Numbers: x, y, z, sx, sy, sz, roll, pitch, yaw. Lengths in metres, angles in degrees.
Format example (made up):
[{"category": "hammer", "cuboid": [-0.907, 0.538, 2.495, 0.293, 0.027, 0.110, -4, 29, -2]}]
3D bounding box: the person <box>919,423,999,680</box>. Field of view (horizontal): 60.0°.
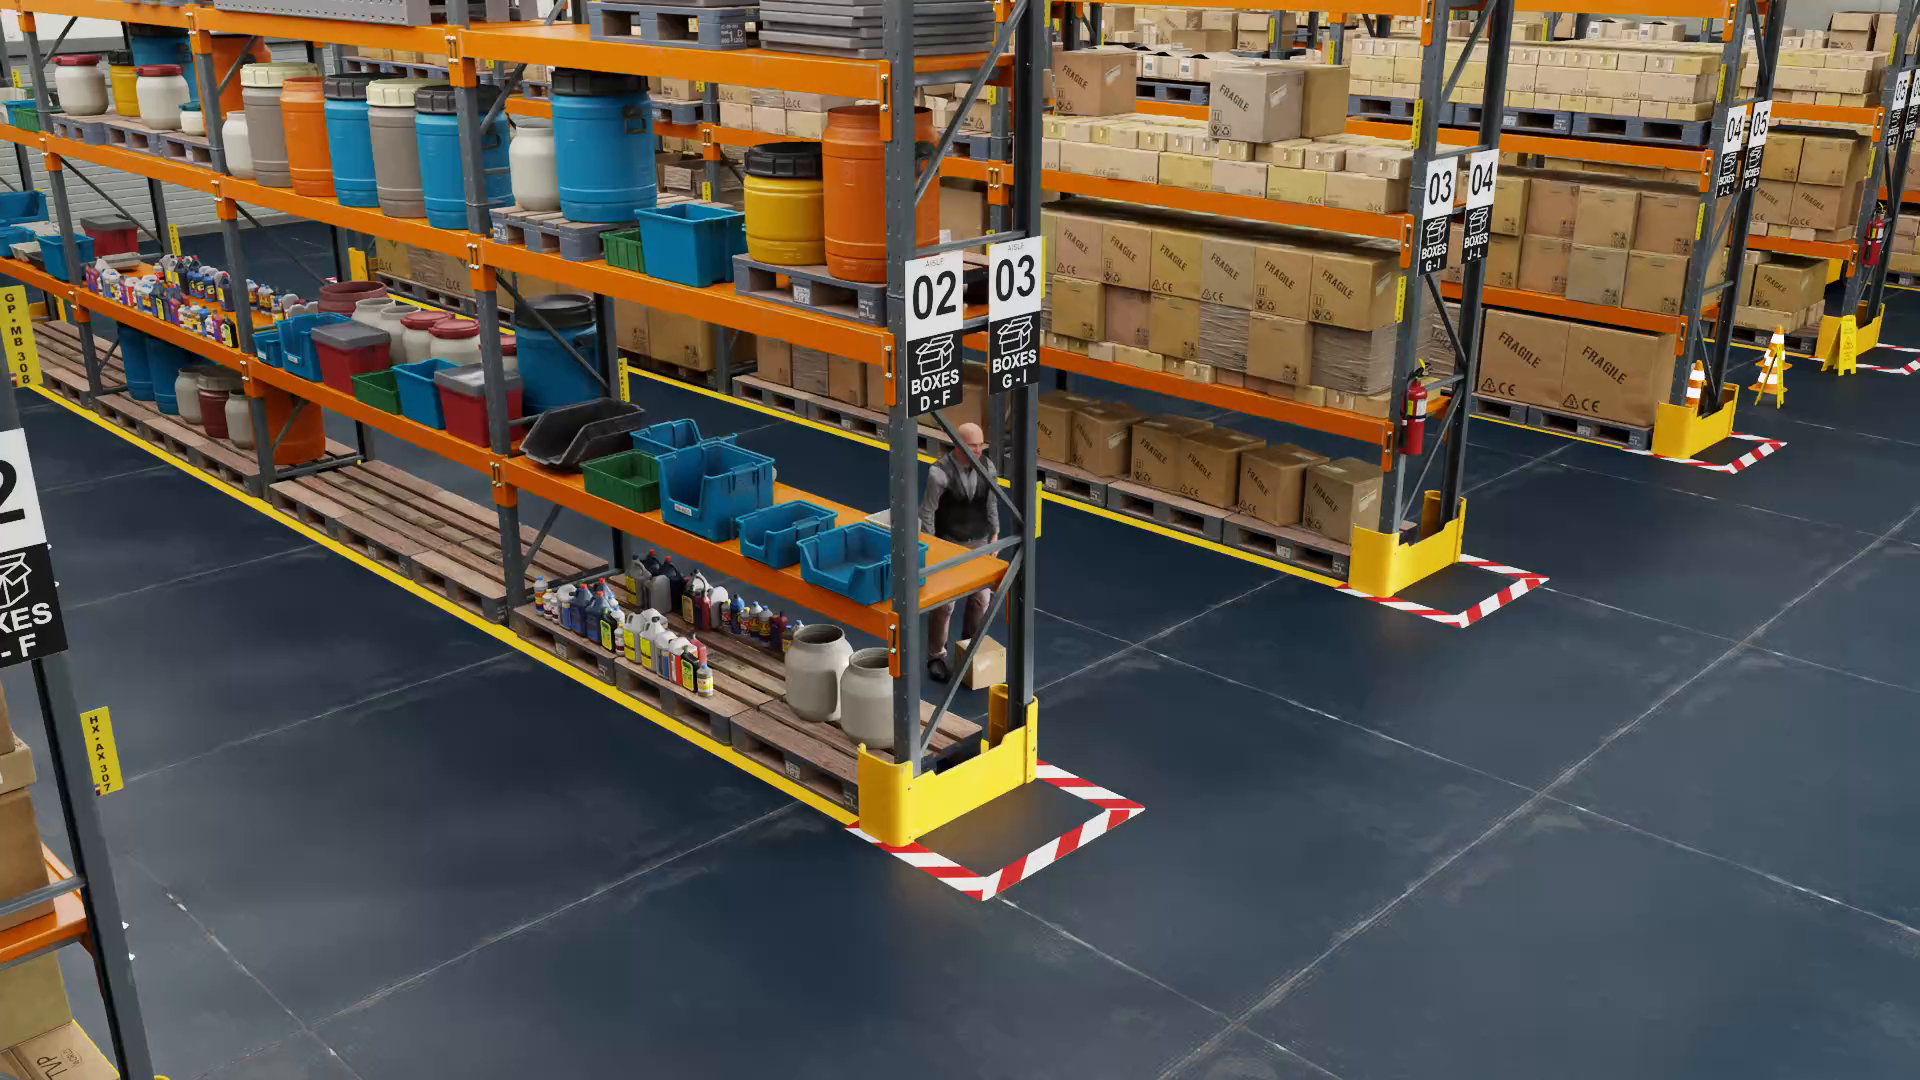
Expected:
[{"category": "person", "cuboid": [0.011, 0.045, 10.995, 0.582, 1.718, 0.475, -12, 23, -28]}]
